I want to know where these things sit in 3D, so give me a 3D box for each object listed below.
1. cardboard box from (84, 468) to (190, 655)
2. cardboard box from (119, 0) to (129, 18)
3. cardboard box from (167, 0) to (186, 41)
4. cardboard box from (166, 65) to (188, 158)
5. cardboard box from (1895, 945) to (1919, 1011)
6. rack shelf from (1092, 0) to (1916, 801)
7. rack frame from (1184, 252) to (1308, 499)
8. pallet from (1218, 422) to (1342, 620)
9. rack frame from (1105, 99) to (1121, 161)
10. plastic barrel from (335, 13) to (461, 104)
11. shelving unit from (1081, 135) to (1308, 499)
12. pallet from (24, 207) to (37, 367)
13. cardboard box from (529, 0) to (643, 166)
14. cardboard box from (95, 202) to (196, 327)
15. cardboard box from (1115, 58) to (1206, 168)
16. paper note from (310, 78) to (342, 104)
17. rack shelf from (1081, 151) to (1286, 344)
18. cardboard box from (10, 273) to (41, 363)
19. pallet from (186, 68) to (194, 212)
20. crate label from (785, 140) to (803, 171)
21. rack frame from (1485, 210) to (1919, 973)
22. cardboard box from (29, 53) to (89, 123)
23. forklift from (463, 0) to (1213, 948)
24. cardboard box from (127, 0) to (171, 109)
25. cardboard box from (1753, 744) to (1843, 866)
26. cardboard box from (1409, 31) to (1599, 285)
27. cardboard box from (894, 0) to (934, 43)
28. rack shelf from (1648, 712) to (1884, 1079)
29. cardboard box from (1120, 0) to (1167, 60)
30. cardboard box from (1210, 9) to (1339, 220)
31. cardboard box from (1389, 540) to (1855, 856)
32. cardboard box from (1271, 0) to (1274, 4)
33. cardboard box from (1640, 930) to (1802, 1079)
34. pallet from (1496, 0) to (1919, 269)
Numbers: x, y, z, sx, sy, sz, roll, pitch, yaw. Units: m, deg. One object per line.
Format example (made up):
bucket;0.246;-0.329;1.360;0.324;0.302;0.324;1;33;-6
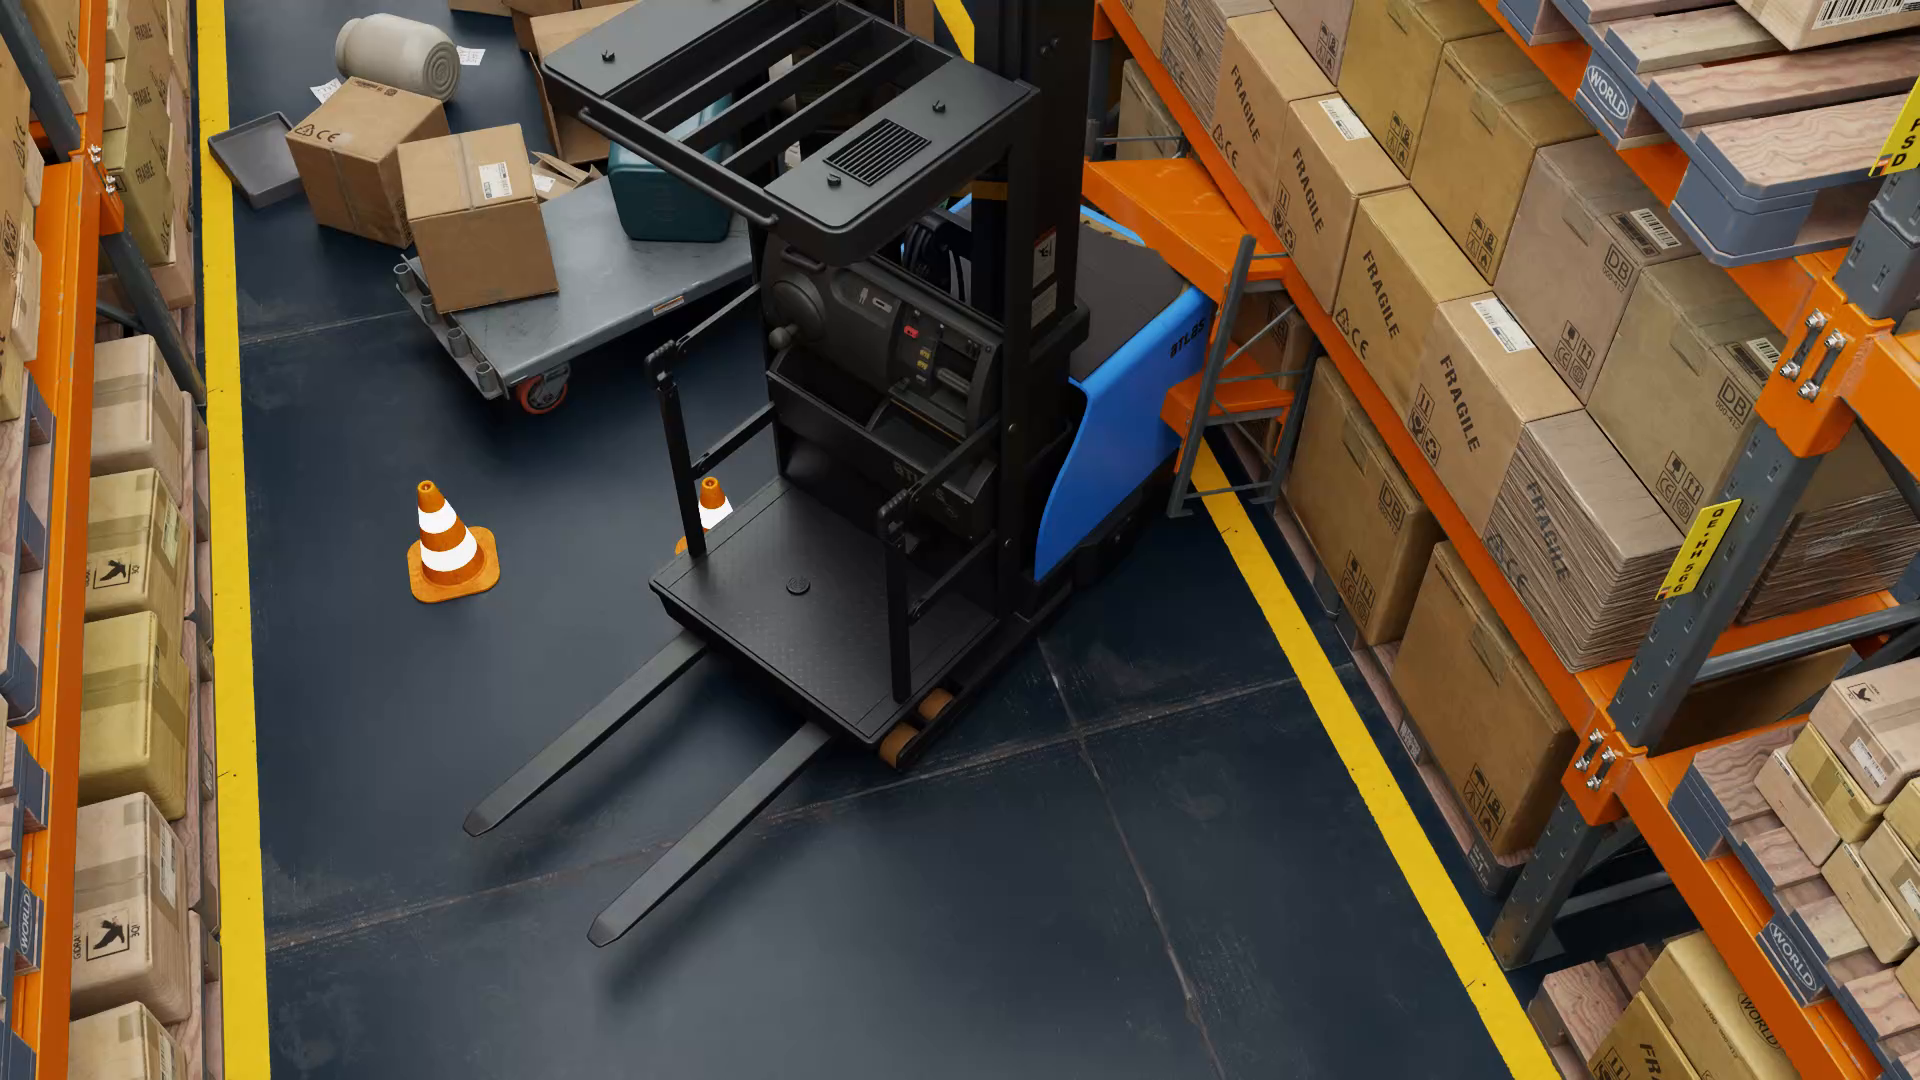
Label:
cardboard box;-2.485;2.124;3.010;0.950;2.239;7.527;-10;51;-9
cardboard box;-3.801;-2.325;7.147;0.380;0.149;0.250;-11;51;-9
cardboard box;-4.210;-2.718;8.393;0.500;0.250;0.500;-13;51;-11
cardboard box;-3.913;-1.973;7.764;0.500;0.250;0.500;-14;51;-11
cardboard box;2.312;0.982;3.639;0.380;0.149;0.250;-11;51;-9
rack shelf;1.622;-0.958;5.856;1.077;0.370;4.000;-13;51;-11
rack frame;1.077;-0.584;5.969;0.475;0.981;0.013;-9;38;-28
pallet;-0.315;1.322;5.287;6.107;0.211;4.108;-13;51;-11
rack frame;1.033;-2.651;6.813;0.949;2.616;0.053;-13;51;-11
plastic barrel;-2.794;-2.382;8.271;0.512;0.421;0.421;18;52;14
shelving unit;0.844;-0.867;6.323;0.538;0.981;1.030;-9;38;-28
pallet;-3.581;-0.804;5.381;1.003;0.211;1.213;-13;51;-11
cardboard box;-1.629;-2.226;7.999;0.797;0.637;0.503;-13;51;-11
cardboard box;-3.585;-1.198;7.112;0.500;0.250;0.500;-15;52;-13
cardboard box;1.300;-1.627;7.147;1.050;0.750;0.750;-14;51;-11
paper note;-3.202;-2.283;8.444;0.142;0.019;0.148;-30;56;-23
rack shelf;0.891;-1.107;6.162;0.538;0.278;1.000;-9;38;-28
cardboard box;-3.002;-0.636;5.004;0.380;0.149;0.250;-13;51;-11
pallet;-4.265;-1.934;8.032;1.003;0.211;1.213;-13;51;-11
crate label;-0.698;-1.854;8.013;0.250;0.136;0.298;26;55;20
rack frame;2.213;0.271;4.349;1.000;3.000;0.127;-13;51;-11
cardboard box;-3.455;-1.679;6.157;0.380;0.149;0.250;-14;51;-11
forklift;-0.403;-0.551;5.145;1.129;2.843;3.031;33;57;25
cardboard box;-3.906;-2.207;7.472;0.500;0.500;0.500;-11;51;-9
cardboard box;2.153;0.589;3.971;0.380;0.149;0.250;-14;51;-11
cardboard box;1.785;-1.157;4.834;0.700;0.500;0.500;-14;51;-12
cardboard box;-0.409;-2.747;8.527;0.500;0.500;0.500;-6;50;-5
rack shelf;2.805;1.878;3.291;0.919;0.052;3.809;-13;51;-11
cardboard box;0.929;-2.238;6.399;0.500;0.500;0.500;-13;51;-11
cardboard box;1.224;-1.503;5.780;0.500;0.500;0.500;-14;51;-11
cardboard box;2.119;0.396;5.441;1.050;0.750;0.750;-14;51;-11
cardboard box;1.337;-2.268;5.771;0.700;0.500;0.500;-14;51;-12
cardboard box;2.186;1.258;4.387;0.500;0.250;0.500;-15;52;-13
pallet;1.972;-1.093;3.661;1.213;0.211;1.003;-11;51;-9
